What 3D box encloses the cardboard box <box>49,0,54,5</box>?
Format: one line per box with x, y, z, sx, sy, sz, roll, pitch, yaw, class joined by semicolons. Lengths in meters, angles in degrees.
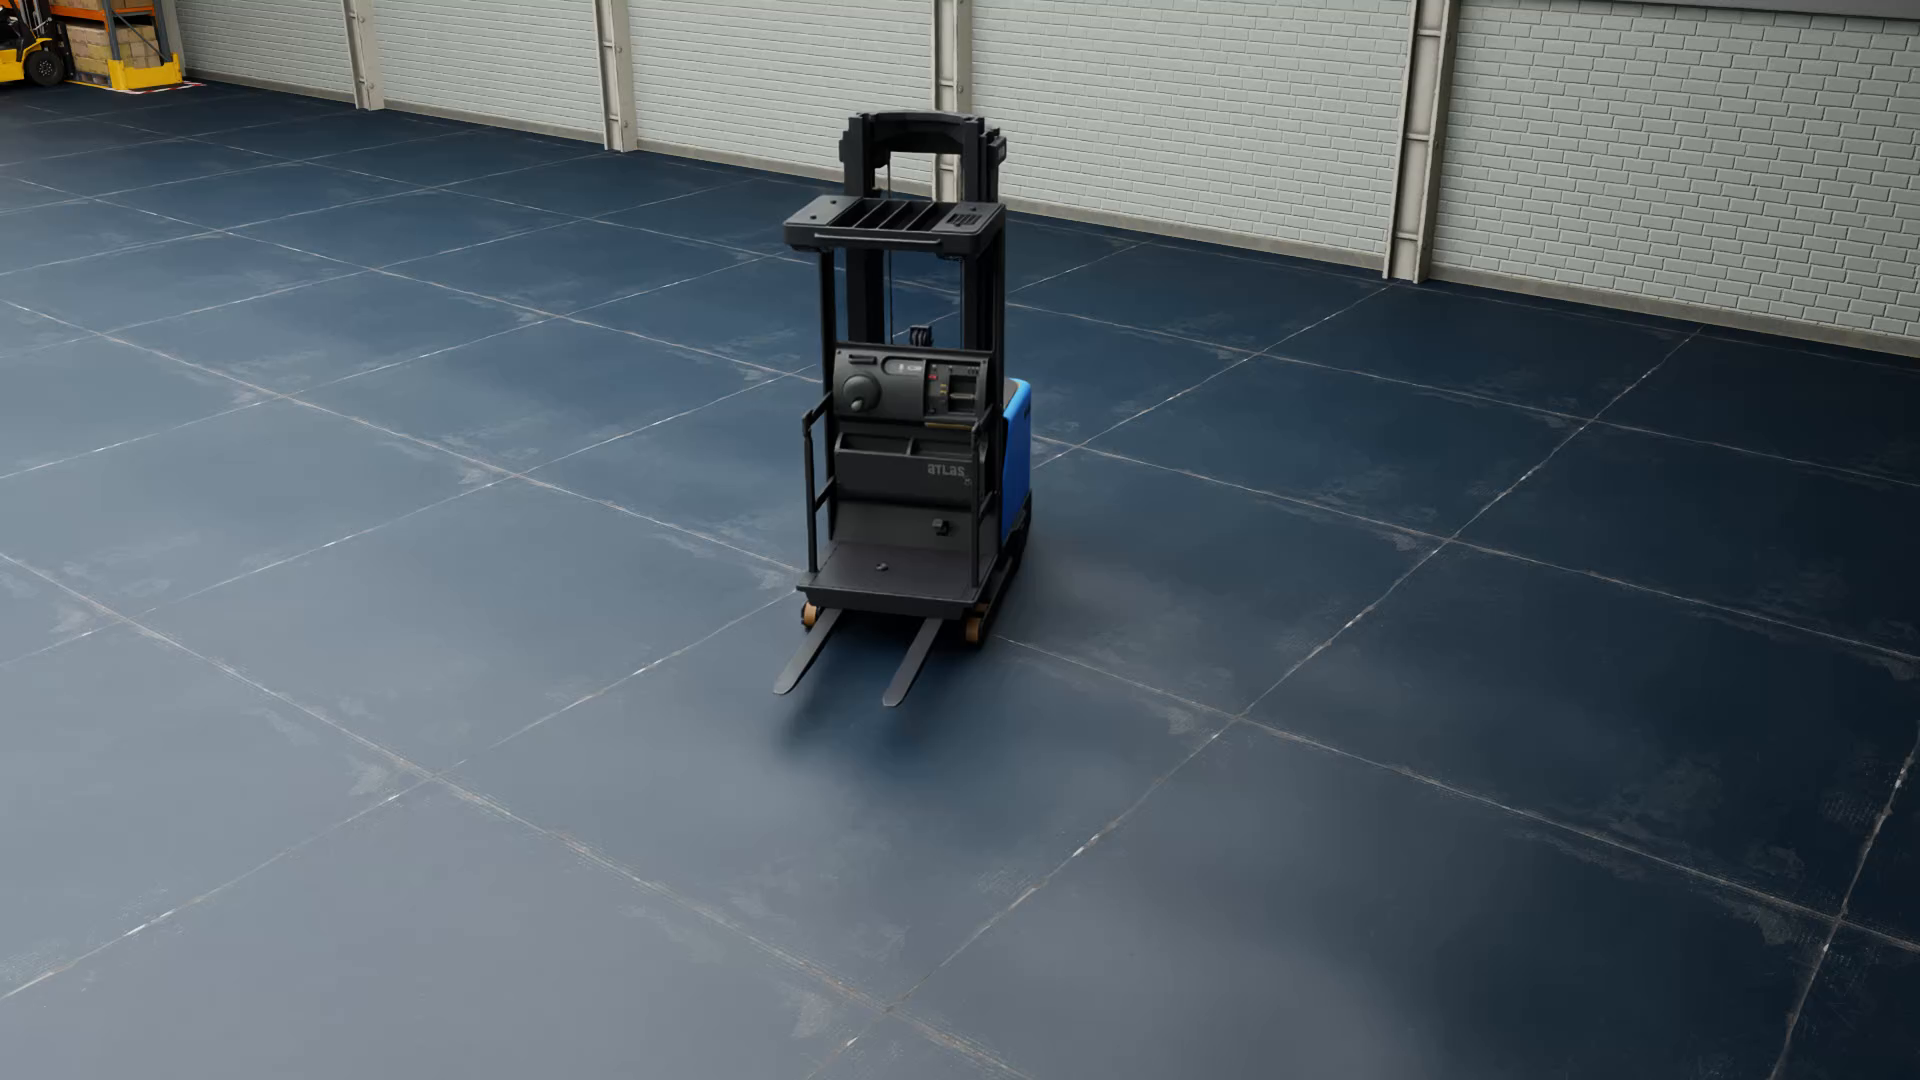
-16.269;-9.933;29.949;0.500;0.500;0.500;17;29;34;cardboard box

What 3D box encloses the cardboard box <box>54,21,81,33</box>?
-16.267;-9.250;30.173;0.500;0.250;0.500;16;28;32;cardboard box

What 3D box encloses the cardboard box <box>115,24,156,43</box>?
-14.760;-9.051;29.722;0.500;0.250;0.500;16;29;33;cardboard box

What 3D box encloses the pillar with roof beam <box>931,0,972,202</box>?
-2.684;-6.945;15.852;0.400;9.000;9.100;17;29;33;pillar with roof beam

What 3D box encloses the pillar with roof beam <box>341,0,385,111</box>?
-12.287;-9.847;22.438;0.400;9.000;9.100;17;29;33;pillar with roof beam

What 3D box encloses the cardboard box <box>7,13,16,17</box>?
-18.730;-9.868;32.350;0.625;0.625;0.875;16;29;33;cardboard box

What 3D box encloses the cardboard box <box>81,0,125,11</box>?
-15.040;-9.562;29.109;0.500;0.500;0.500;16;28;32;cardboard box

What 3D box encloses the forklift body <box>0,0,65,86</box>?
-17.101;-8.964;28.927;1.214;2.155;2.313;17;29;33;forklift body

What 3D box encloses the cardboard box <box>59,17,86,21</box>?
-16.369;-9.540;30.832;0.500;0.250;0.500;17;29;34;cardboard box

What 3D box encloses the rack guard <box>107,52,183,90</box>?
-14.470;-8.333;29.542;0.348;0.500;1.175;17;29;33;rack guard

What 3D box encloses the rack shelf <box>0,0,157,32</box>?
-16.090;-9.637;30.294;4.000;0.370;1.077;17;29;33;rack shelf

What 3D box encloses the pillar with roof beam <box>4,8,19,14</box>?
-21.889;-12.749;29.024;0.400;9.000;9.100;17;29;33;pillar with roof beam

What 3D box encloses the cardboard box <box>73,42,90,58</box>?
-15.461;-8.787;29.741;0.500;0.250;0.500;16;29;33;cardboard box

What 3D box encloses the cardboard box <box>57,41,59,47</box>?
-16.285;-9.027;30.287;0.500;0.250;0.500;17;29;33;cardboard box

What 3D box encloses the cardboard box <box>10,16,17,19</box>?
-17.491;-9.623;31.019;0.500;0.250;0.500;16;29;33;cardboard box

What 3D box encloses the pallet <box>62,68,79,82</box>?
-16.098;-8.673;30.672;1.213;0.211;1.003;17;29;33;pallet

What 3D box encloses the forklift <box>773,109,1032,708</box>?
-0.337;-0.888;9.630;1.130;2.935;3.031;5;24;11;forklift

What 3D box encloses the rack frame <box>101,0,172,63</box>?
-14.489;-9.482;29.051;0.127;3.000;1.000;17;29;33;rack frame

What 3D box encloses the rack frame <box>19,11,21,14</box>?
-17.690;-10.450;31.247;0.127;3.000;1.000;17;29;33;rack frame

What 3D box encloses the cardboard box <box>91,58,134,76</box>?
-15.055;-8.428;29.547;0.500;0.250;0.500;17;29;34;cardboard box

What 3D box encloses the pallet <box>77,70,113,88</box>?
-15.126;-8.378;30.002;1.213;0.211;1.003;17;29;33;pallet

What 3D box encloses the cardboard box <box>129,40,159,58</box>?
-14.741;-8.826;29.830;0.500;0.250;0.500;17;29;34;cardboard box

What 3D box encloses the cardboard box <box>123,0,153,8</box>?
-14.719;-9.738;29.506;0.500;0.500;0.500;18;29;35;cardboard box

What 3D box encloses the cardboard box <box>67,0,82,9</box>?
-15.450;-9.691;29.400;0.500;0.500;0.500;18;29;35;cardboard box

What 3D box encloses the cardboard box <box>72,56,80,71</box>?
-15.842;-8.675;30.108;0.500;0.250;0.500;17;29;34;cardboard box

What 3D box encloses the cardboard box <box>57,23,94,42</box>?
-15.867;-9.125;29.889;0.500;0.250;0.500;17;29;34;cardboard box

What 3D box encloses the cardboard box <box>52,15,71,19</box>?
-16.766;-9.667;31.119;0.500;0.250;0.500;16;29;33;cardboard box

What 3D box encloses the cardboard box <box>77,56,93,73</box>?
-15.447;-8.551;29.827;0.500;0.250;0.500;17;29;33;cardboard box

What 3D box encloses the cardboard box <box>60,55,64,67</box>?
-16.271;-8.794;30.377;0.500;0.250;0.500;18;29;35;cardboard box

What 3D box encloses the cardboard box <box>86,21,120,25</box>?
-15.556;-9.295;30.276;0.500;0.250;0.500;17;29;33;cardboard box

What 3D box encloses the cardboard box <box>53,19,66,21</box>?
-16.683;-9.379;30.467;0.500;0.250;0.500;18;29;35;cardboard box

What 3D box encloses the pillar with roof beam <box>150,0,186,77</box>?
-17.088;-11.298;25.731;0.400;9.000;9.100;17;29;33;pillar with roof beam

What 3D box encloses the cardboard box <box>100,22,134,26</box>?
-15.162;-9.171;29.993;0.500;0.250;0.500;17;29;33;cardboard box

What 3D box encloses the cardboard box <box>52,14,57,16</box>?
-17.180;-9.785;31.386;0.500;0.250;0.500;17;29;34;cardboard box

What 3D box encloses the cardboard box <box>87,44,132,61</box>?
-15.066;-8.662;29.458;0.500;0.250;0.500;16;29;33;cardboard box

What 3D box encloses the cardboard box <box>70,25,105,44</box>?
-15.457;-9.006;29.620;0.500;0.250;0.500;17;29;34;cardboard box

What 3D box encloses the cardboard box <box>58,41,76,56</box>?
-15.887;-8.905;30.009;0.500;0.250;0.500;16;28;32;cardboard box

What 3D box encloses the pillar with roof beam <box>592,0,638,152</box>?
-7.485;-8.396;19.145;0.400;9.000;9.100;17;29;33;pillar with roof beam

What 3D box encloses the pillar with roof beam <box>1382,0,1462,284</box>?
2.117;-5.494;12.559;0.400;9.000;9.100;17;29;33;pillar with roof beam

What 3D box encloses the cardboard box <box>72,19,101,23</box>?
-15.962;-9.421;30.562;0.500;0.250;0.500;16;28;32;cardboard box

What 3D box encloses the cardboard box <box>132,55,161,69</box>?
-14.765;-8.598;29.934;0.500;0.250;0.500;17;29;34;cardboard box

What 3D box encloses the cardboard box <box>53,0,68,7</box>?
-15.860;-9.815;29.681;0.500;0.500;0.500;16;29;32;cardboard box

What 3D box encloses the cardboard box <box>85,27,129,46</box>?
-15.045;-8.885;29.344;0.500;0.250;0.500;18;29;35;cardboard box
